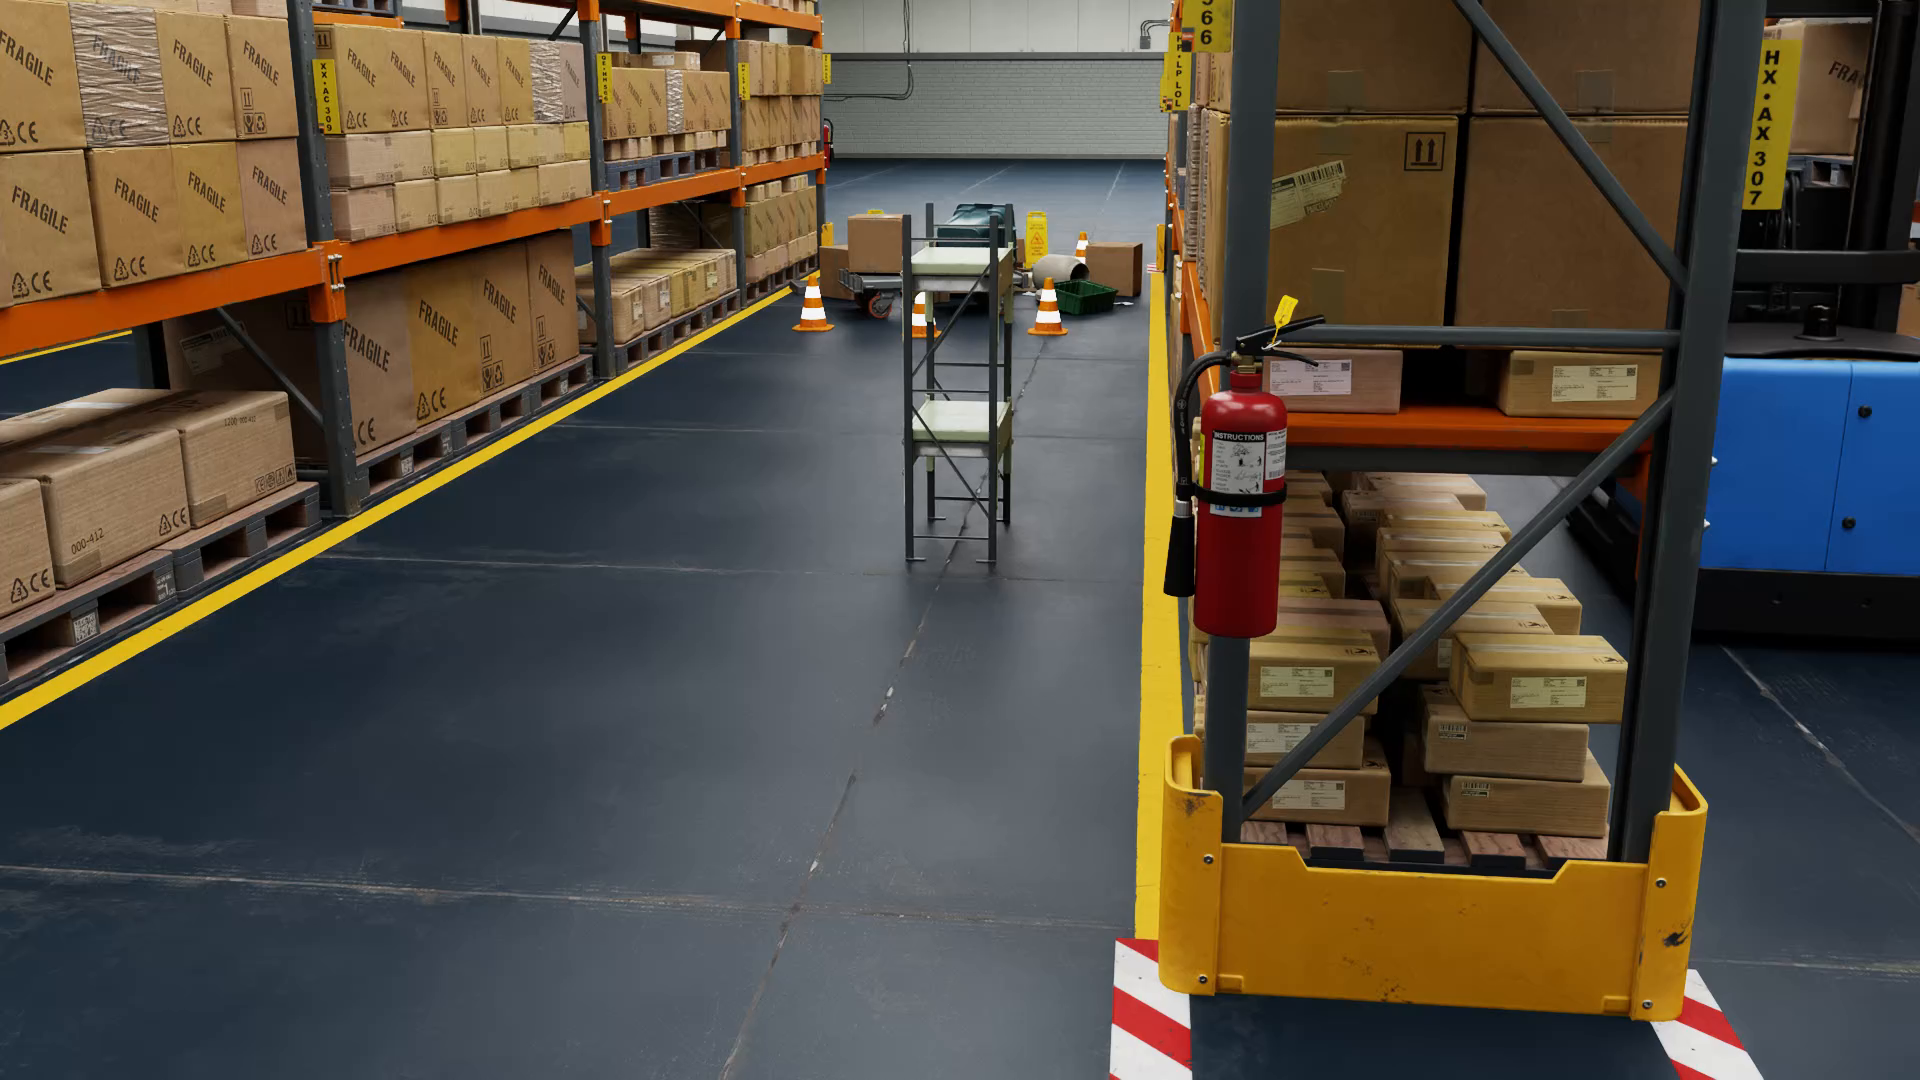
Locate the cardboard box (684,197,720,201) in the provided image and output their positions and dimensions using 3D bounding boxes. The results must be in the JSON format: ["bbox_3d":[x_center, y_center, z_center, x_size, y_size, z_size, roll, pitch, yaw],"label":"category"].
[{"bbox_3d":[-2.670,-3.179,16.699,0.500,0.500,0.500,2,15,7],"label":"cardboard box"}]

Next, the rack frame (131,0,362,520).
[{"bbox_3d":[-3.429,-1.574,7.735,1.000,3.000,0.127,2,15,6],"label":"rack frame"}]

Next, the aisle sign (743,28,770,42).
[{"bbox_3d":[-2.376,-5.966,18.999,0.394,0.787,0.004,2,15,6],"label":"aisle sign"}]

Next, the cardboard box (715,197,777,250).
[{"bbox_3d":[-2.142,-3.170,16.666,0.500,0.500,0.500,2,15,9],"label":"cardboard box"}]

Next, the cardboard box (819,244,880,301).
[{"bbox_3d":[-1.053,-2.681,16.614,0.500,0.500,0.500,-14,20,-42],"label":"cardboard box"}]

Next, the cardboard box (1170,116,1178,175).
[{"bbox_3d":[1.904,-3.056,13.027,0.500,0.500,0.500,2,15,7],"label":"cardboard box"}]

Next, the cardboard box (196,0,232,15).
[{"bbox_3d":[-3.285,-2.263,6.935,0.380,0.149,0.250,2,15,8],"label":"cardboard box"}]

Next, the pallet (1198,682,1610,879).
[{"bbox_3d":[1.185,0.700,4.668,1.003,0.211,1.213,2,15,6],"label":"pallet"}]

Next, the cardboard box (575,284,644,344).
[{"bbox_3d":[-2.904,-1.691,12.400,0.950,0.372,0.625,1,15,2],"label":"cardboard box"}]

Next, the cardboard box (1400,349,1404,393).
[{"bbox_3d":[0.871,-0.452,4.067,0.380,0.149,0.250,2,15,6],"label":"cardboard box"}]

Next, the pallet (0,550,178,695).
[{"bbox_3d":[-3.727,0.285,6.204,1.003,0.211,1.213,2,15,6],"label":"pallet"}]

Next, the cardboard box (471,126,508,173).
[{"bbox_3d":[-2.929,-2.246,9.550,0.500,0.250,0.500,1,15,5],"label":"cardboard box"}]

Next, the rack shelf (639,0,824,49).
[{"bbox_3d":[-2.300,-5.268,17.029,1.077,0.370,4.000,2,15,6],"label":"rack shelf"}]

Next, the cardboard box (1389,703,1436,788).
[{"bbox_3d":[1.375,0.560,4.501,0.380,0.149,0.250,2,15,6],"label":"cardboard box"}]

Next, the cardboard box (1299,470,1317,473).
[{"bbox_3d":[1.180,-0.279,6.466,0.380,0.149,0.250,1,15,5],"label":"cardboard box"}]

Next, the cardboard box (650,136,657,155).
[{"bbox_3d":[-2.620,-3.123,13.142,0.380,0.149,0.250,2,15,8],"label":"cardboard box"}]

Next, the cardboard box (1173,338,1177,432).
[{"bbox_3d":[1.393,-0.782,8.793,0.500,0.500,0.500,1,15,5],"label":"cardboard box"}]

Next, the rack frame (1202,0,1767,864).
[{"bbox_3d":[1.050,-0.416,3.456,1.000,3.000,0.127,2,15,6],"label":"rack frame"}]

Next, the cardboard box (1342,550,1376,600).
[{"bbox_3d":[1.453,0.143,5.474,0.380,0.149,0.250,2,15,9],"label":"cardboard box"}]

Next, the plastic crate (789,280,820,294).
[{"bbox_3d":[-1.534,-2.622,17.206,0.402,0.080,0.583,-4,16,-13],"label":"plastic crate"}]

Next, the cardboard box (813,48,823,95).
[{"bbox_3d":[-1.915,-5.221,18.549,0.700,0.500,0.500,1,15,5],"label":"cardboard box"}]

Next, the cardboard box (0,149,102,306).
[{"bbox_3d":[-3.396,-1.094,5.771,0.500,0.500,0.500,2,15,8],"label":"cardboard box"}]

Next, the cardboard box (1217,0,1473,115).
[{"bbox_3d":[0.854,-1.217,3.739,0.500,0.500,0.500,1,15,5],"label":"cardboard box"}]

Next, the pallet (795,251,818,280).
[{"bbox_3d":[-2.210,-3.110,18.760,1.003,0.211,1.213,2,15,6],"label":"pallet"}]

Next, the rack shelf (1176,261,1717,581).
[{"bbox_3d":[1.276,-0.588,5.468,1.077,0.370,4.000,2,15,6],"label":"rack shelf"}]

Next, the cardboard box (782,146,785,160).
[{"bbox_3d":[-2.017,-3.997,17.179,0.380,0.149,0.250,2,15,6],"label":"cardboard box"}]

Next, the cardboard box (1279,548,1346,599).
[{"bbox_3d":[0.938,0.125,4.969,0.380,0.149,0.250,1,15,4],"label":"cardboard box"}]

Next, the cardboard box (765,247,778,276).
[{"bbox_3d":[-2.142,-2.808,16.762,0.500,0.250,0.500,3,15,9],"label":"cardboard box"}]

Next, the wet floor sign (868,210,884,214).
[{"bbox_3d":[-0.990,-3.567,19.618,0.267,0.644,0.232,7,17,25],"label":"wet floor sign"}]

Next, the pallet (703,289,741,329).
[{"bbox_3d":[-2.612,-2.100,15.025,1.003,0.211,1.213,2,15,6],"label":"pallet"}]

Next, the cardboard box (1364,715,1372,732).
[{"bbox_3d":[0.909,0.402,4.516,0.380,0.149,0.250,1,15,5],"label":"cardboard box"}]

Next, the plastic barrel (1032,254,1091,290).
[{"bbox_3d":[1.008,-2.625,16.557,0.421,0.421,0.512,-14,20,-42],"label":"plastic barrel"}]

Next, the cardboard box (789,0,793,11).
[{"bbox_3d":[-1.972,-5.649,17.540,0.380,0.149,0.250,2,15,6],"label":"cardboard box"}]

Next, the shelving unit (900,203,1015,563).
[{"bbox_3d":[0.001,-0.726,7.473,0.431,1.500,0.755,2,15,6],"label":"shelving unit"}]

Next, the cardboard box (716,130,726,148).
[{"bbox_3d":[-2.310,-3.588,14.862,0.380,0.149,0.250,2,15,7],"label":"cardboard box"}]

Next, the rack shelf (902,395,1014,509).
[{"bbox_3d":[0.001,-0.411,7.558,0.431,0.370,0.720,2,15,6],"label":"rack shelf"}]

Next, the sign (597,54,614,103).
[{"bbox_3d":[-2.425,-3.154,11.363,0.100,0.325,0.005,2,15,6],"label":"sign"}]

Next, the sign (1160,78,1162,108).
[{"bbox_3d":[2.305,-5.040,18.745,0.100,0.325,0.005,2,15,6],"label":"sign"}]

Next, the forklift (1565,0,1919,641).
[{"bbox_3d":[3.379,-1.384,7.166,1.130,2.935,3.031,2,15,9],"label":"forklift"}]

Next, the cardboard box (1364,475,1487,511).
[{"bbox_3d":[1.646,-0.127,5.903,0.380,0.149,0.250,1,15,4],"label":"cardboard box"}]

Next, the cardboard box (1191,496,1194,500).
[{"bbox_3d":[1.111,-0.126,7.040,0.380,0.149,0.250,2,15,8],"label":"cardboard box"}]

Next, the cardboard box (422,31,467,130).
[{"bbox_3d":[-3.004,-2.473,8.954,0.500,0.500,0.500,1,15,5],"label":"cardboard box"}]

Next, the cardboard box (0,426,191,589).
[{"bbox_3d":[-3.706,-0.148,6.565,0.875,0.438,0.875,1,15,5],"label":"cardboard box"}]

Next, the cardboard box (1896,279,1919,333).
[{"bbox_3d":[6.975,-1.643,11.939,0.700,0.500,0.500,0,15,2],"label":"cardboard box"}]

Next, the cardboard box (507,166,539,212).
[{"bbox_3d":[-2.891,-2.137,10.105,0.500,0.250,0.500,2,15,6],"label":"cardboard box"}]

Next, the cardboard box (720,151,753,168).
[{"bbox_3d":[-2.172,-3.599,15.708,0.380,0.149,0.250,2,15,6],"label":"cardboard box"}]

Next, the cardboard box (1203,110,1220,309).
[{"bbox_3d":[0.908,-0.866,4.356,0.500,0.500,0.500,1,15,5],"label":"cardboard box"}]

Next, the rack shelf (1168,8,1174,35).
[{"bbox_3d":[2.630,-5.148,16.586,1.077,0.370,4.000,2,15,6],"label":"rack shelf"}]

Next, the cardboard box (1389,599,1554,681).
[{"bbox_3d":[1.358,0.269,4.438,0.380,0.149,0.250,2,15,7],"label":"cardboard box"}]

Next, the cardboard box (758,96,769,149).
[{"bbox_3d":[-2.166,-4.077,16.232,0.500,0.500,0.500,2,15,6],"label":"cardboard box"}]

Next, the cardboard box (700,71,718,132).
[{"bbox_3d":[-2.405,-3.788,14.358,0.500,0.500,0.500,2,15,7],"label":"cardboard box"}]

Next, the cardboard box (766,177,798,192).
[{"bbox_3d":[-1.943,-3.790,17.717,0.380,0.149,0.250,2,15,9],"label":"cardboard box"}]

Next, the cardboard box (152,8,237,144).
[{"bbox_3d":[-3.273,-1.843,6.623,0.500,0.500,0.500,1,15,5],"label":"cardboard box"}]

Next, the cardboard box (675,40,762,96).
[{"bbox_3d":[-2.261,-4.431,15.624,0.700,0.500,0.500,2,15,6],"label":"cardboard box"}]

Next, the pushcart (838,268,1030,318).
[{"bbox_3d":[-0.255,-2.328,15.550,1.648,0.377,0.936,-4,16,-13],"label":"pushcart"}]
